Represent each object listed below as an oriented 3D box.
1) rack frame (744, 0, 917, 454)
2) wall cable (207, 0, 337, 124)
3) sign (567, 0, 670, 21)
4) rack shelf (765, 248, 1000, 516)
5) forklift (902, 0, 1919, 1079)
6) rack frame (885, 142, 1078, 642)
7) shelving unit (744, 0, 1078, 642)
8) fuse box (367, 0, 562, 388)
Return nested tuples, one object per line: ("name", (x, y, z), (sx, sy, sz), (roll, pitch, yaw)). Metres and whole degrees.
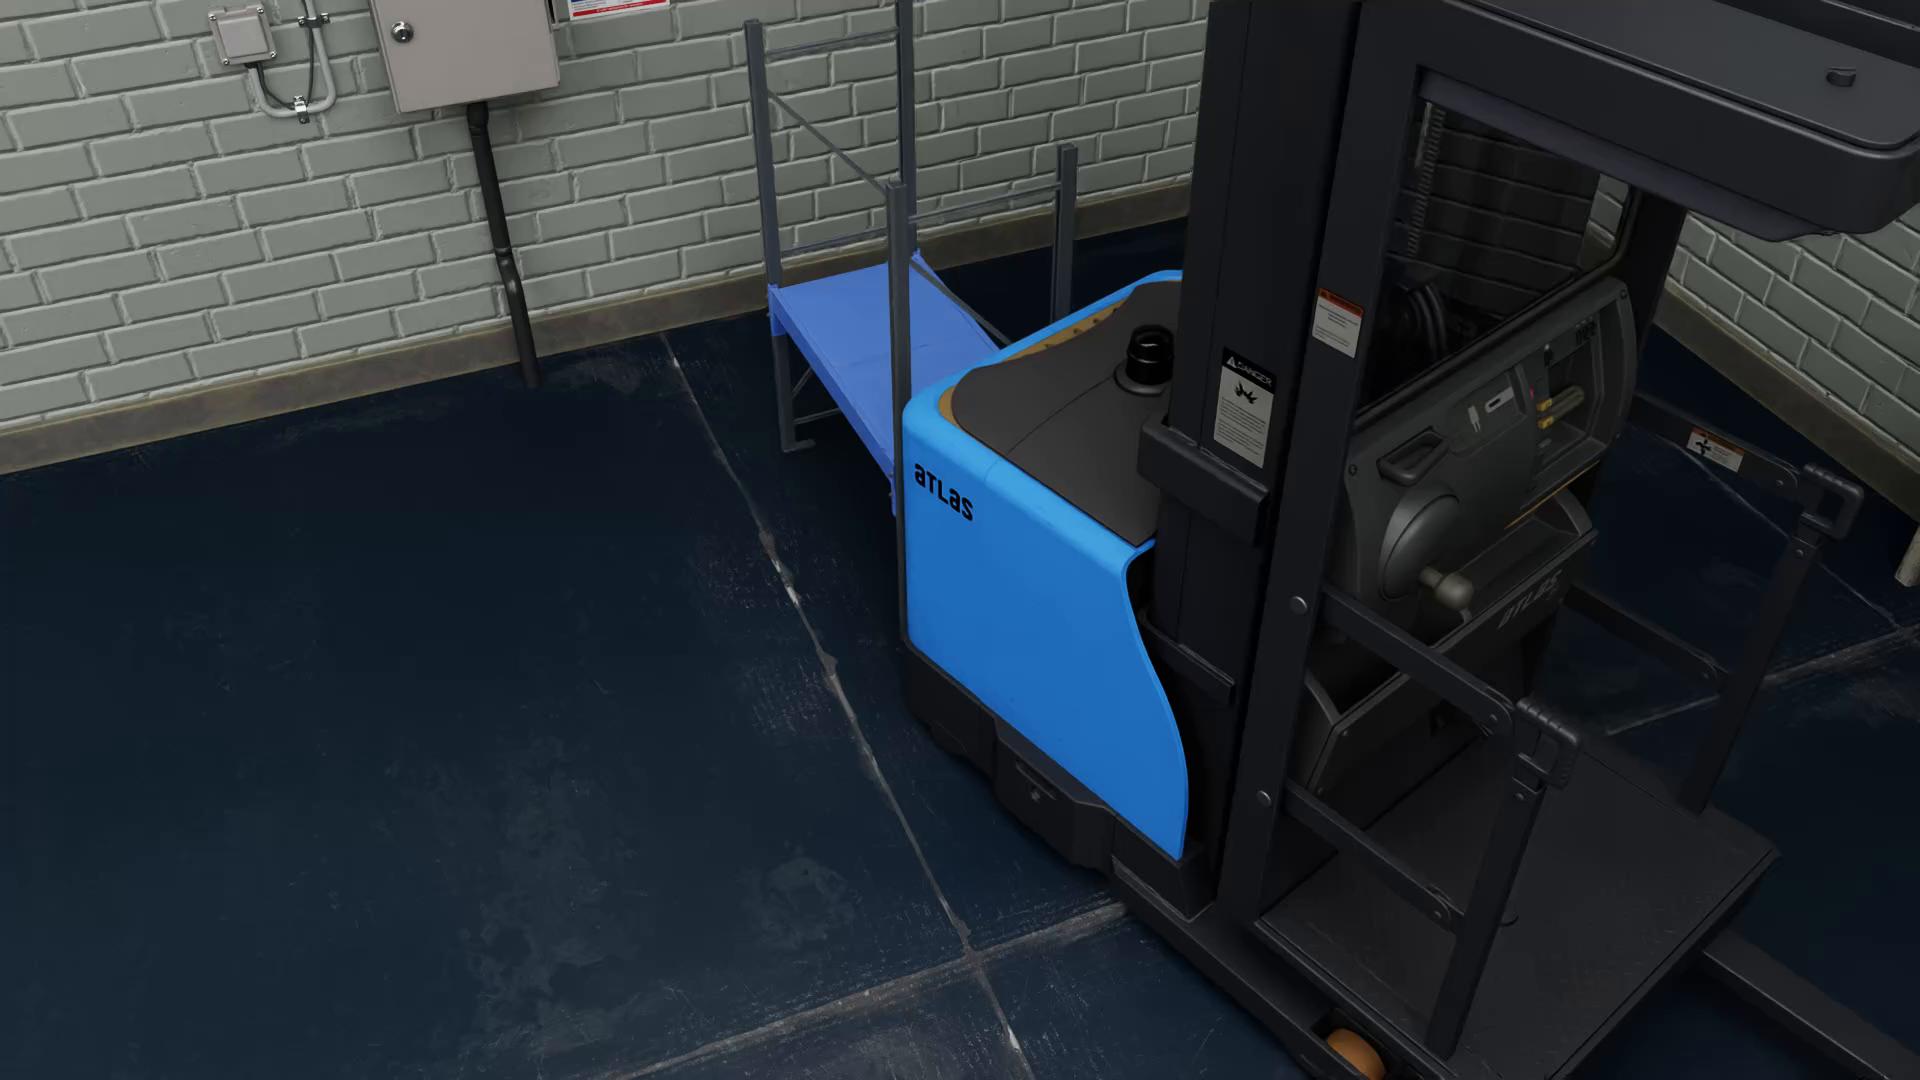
("rack frame", (-0.369, -0.937, 5.189), (0.500, 1.500, 0.032), (-17, 43, -19))
("wall cable", (-2.168, -1.994, 4.488), (0.588, 1.984, 0.122), (-15, 43, -17))
("sign", (-1.100, -1.896, 5.227), (0.329, 0.494, 0.001), (-15, 43, -17))
("rack shelf", (-0.157, -0.499, 4.956), (0.538, 0.185, 1.000), (-17, 43, -19))
("forklift", (1.193, -0.121, 3.143), (1.130, 2.935, 3.031), (-30, 49, -30))
("rack frame", (0.056, -0.335, 4.489), (0.500, 1.500, 0.032), (-17, 43, -19))
("shelving unit", (-0.157, -0.636, 4.839), (0.538, 1.500, 1.048), (-17, 43, -19))
("fuse box", (-1.477, -1.195, 5.327), (0.539, 1.711, 0.414), (-15, 43, -17))
